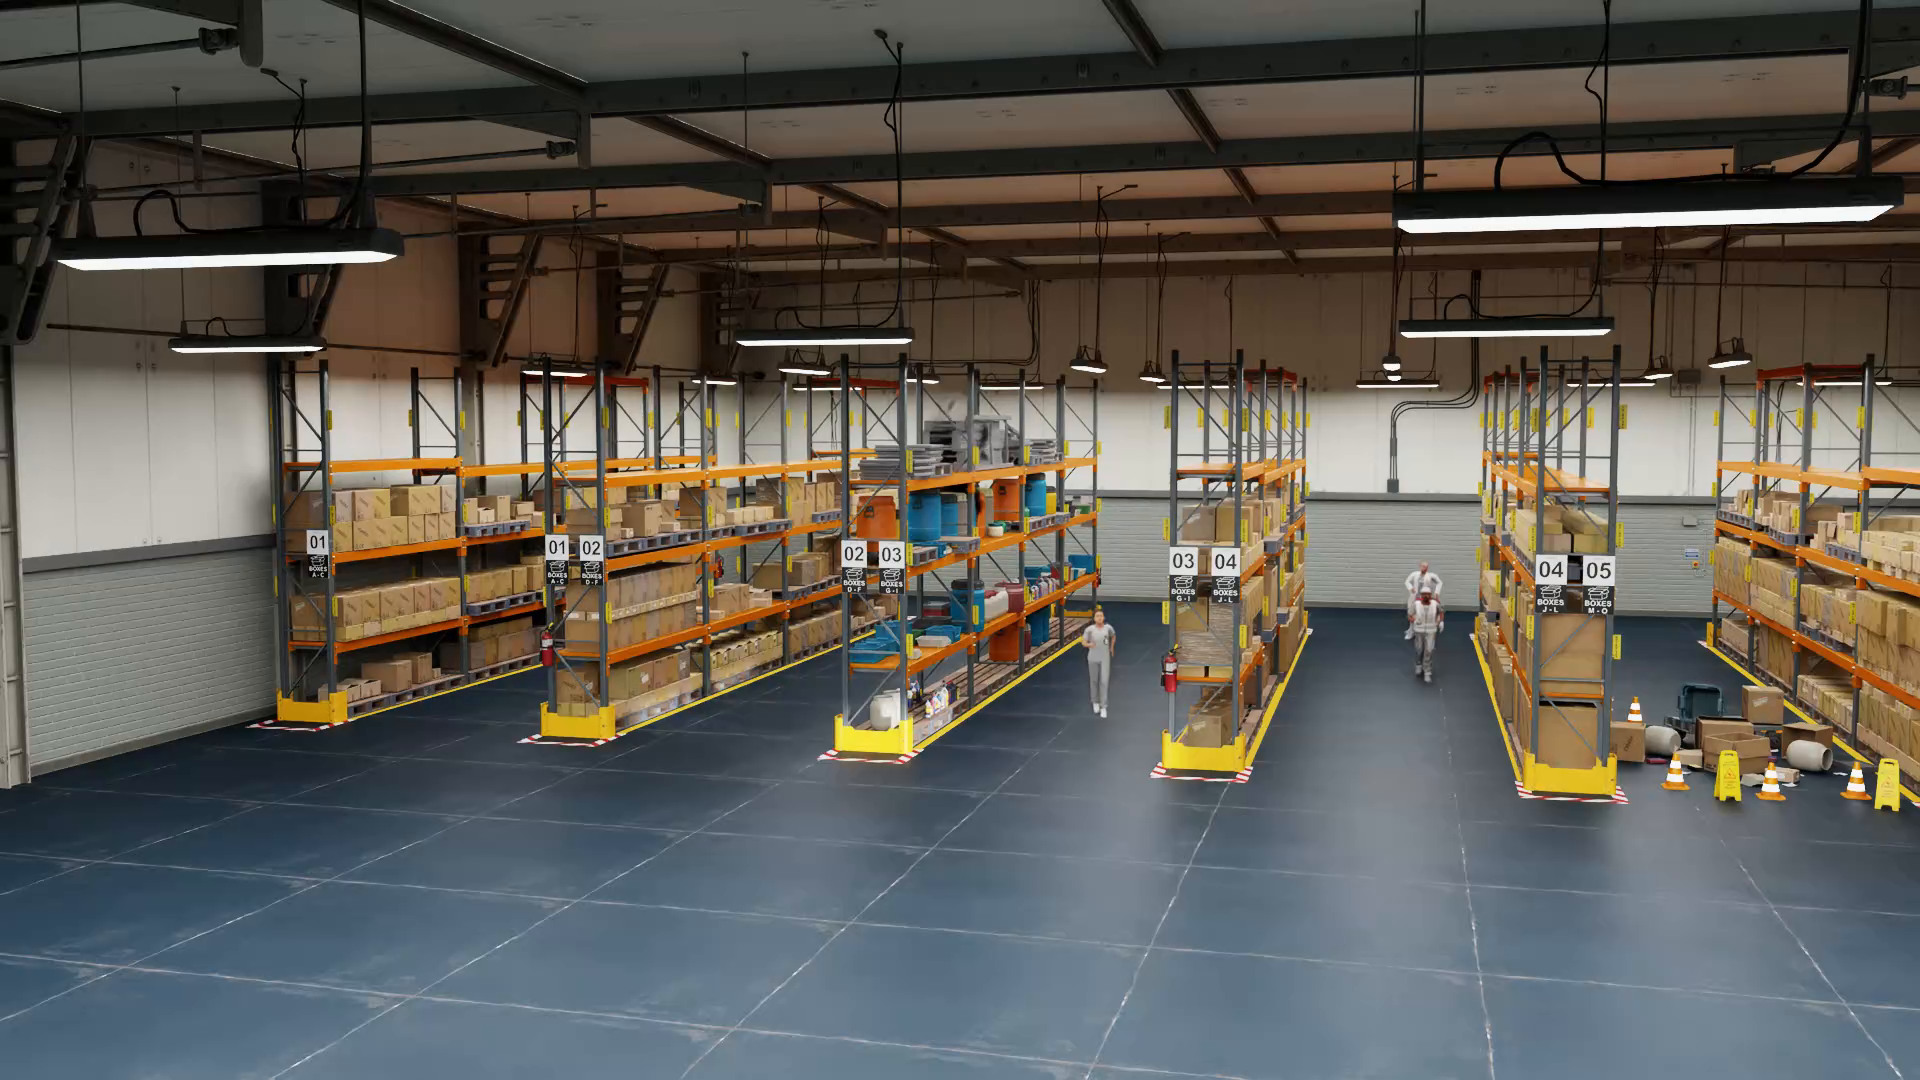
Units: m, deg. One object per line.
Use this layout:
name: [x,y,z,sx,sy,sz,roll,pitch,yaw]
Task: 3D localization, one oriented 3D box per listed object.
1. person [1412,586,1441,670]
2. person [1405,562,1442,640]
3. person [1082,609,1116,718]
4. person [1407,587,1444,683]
person: [9.343,1.766,33.347,0.641,1.673,0.571,1,4,14]
person: [10.592,1.390,38.210,0.829,1.797,0.910,3,5,33]
person: [2.223,1.949,26.564,0.565,1.706,0.884,0,4,0]
person: [8.981,1.796,32.105,0.709,1.804,0.877,1,4,13]
